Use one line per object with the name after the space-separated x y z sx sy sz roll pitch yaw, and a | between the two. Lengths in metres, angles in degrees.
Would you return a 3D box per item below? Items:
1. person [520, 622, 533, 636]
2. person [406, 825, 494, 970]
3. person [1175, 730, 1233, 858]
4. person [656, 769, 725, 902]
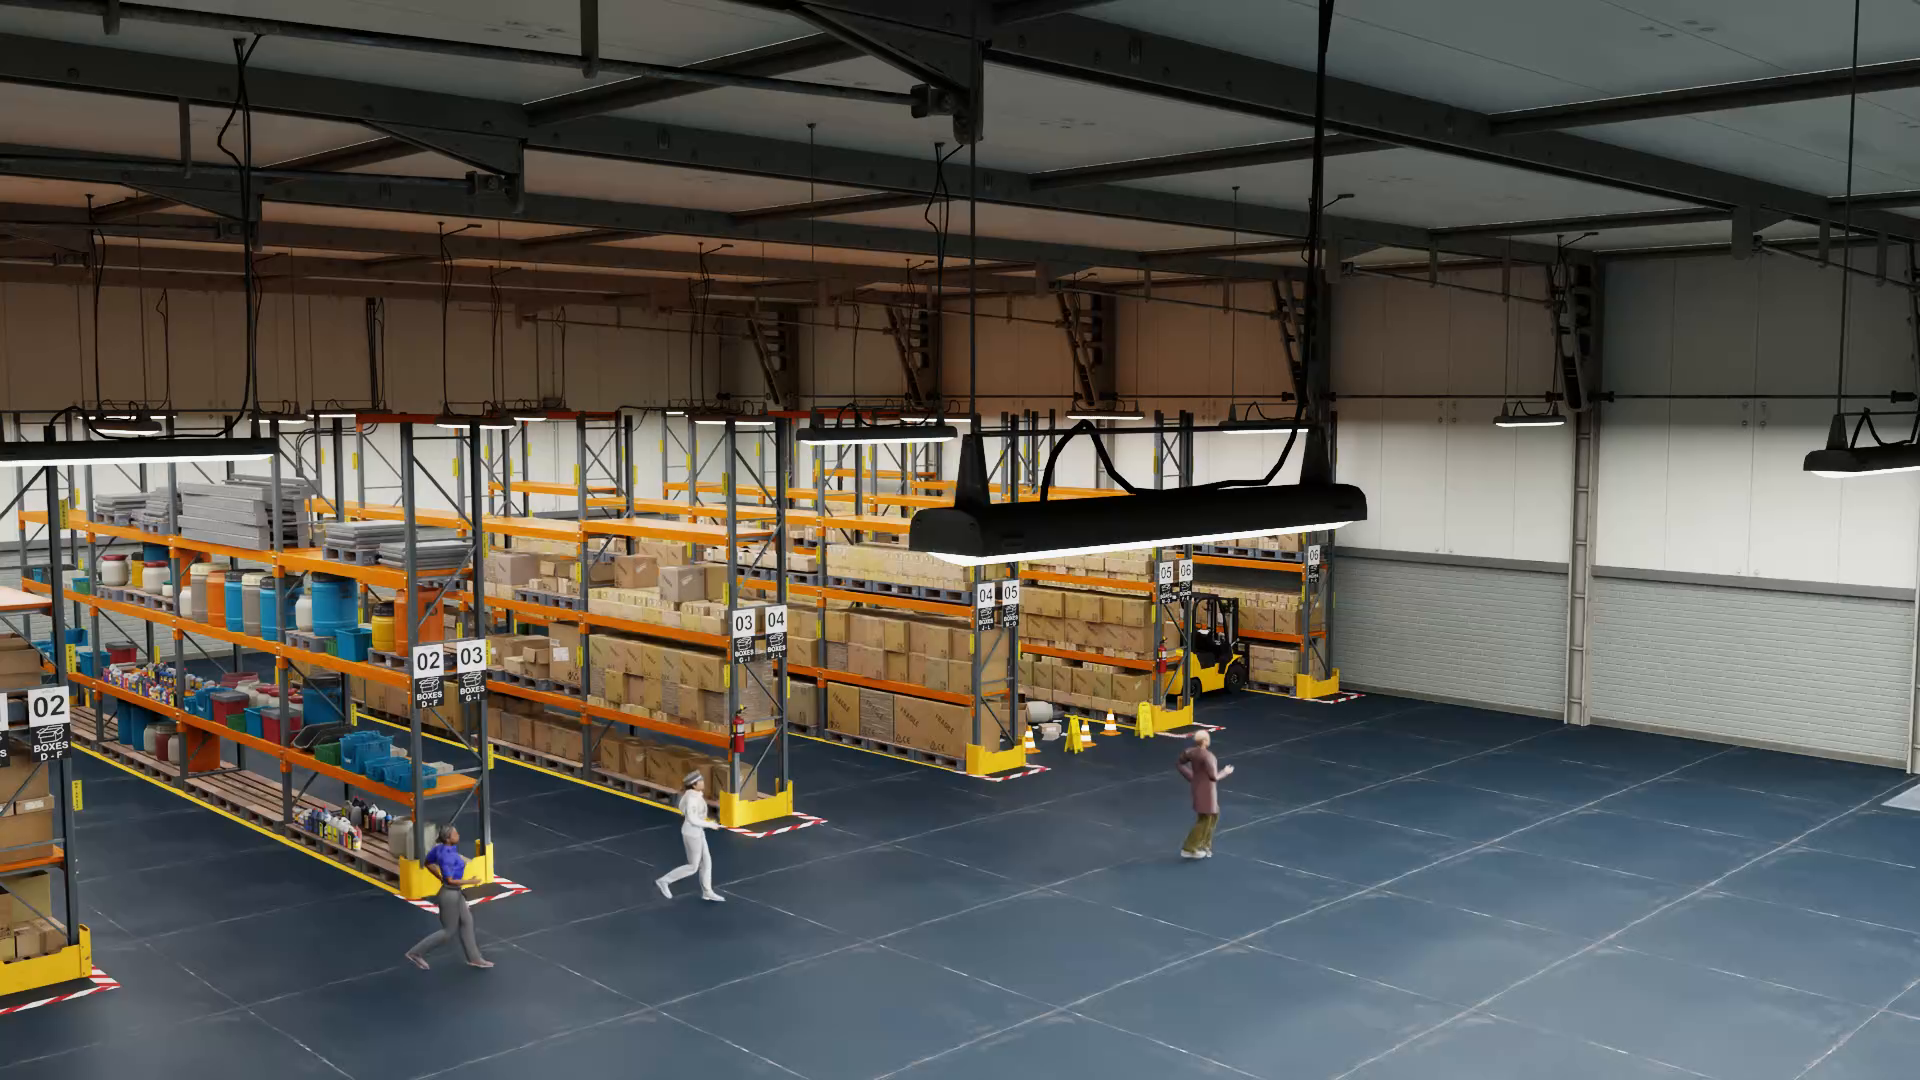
-10.578 1.938 40.892 0.543 1.709 0.713 0 5 3 | person
-5.594 3.932 18.181 0.930 1.666 0.592 -2 5 -23 | person
3.343 3.488 22.662 0.757 1.822 0.685 -2 5 -17 | person
-3.384 3.699 20.785 0.850 1.696 0.466 -1 5 -12 | person
